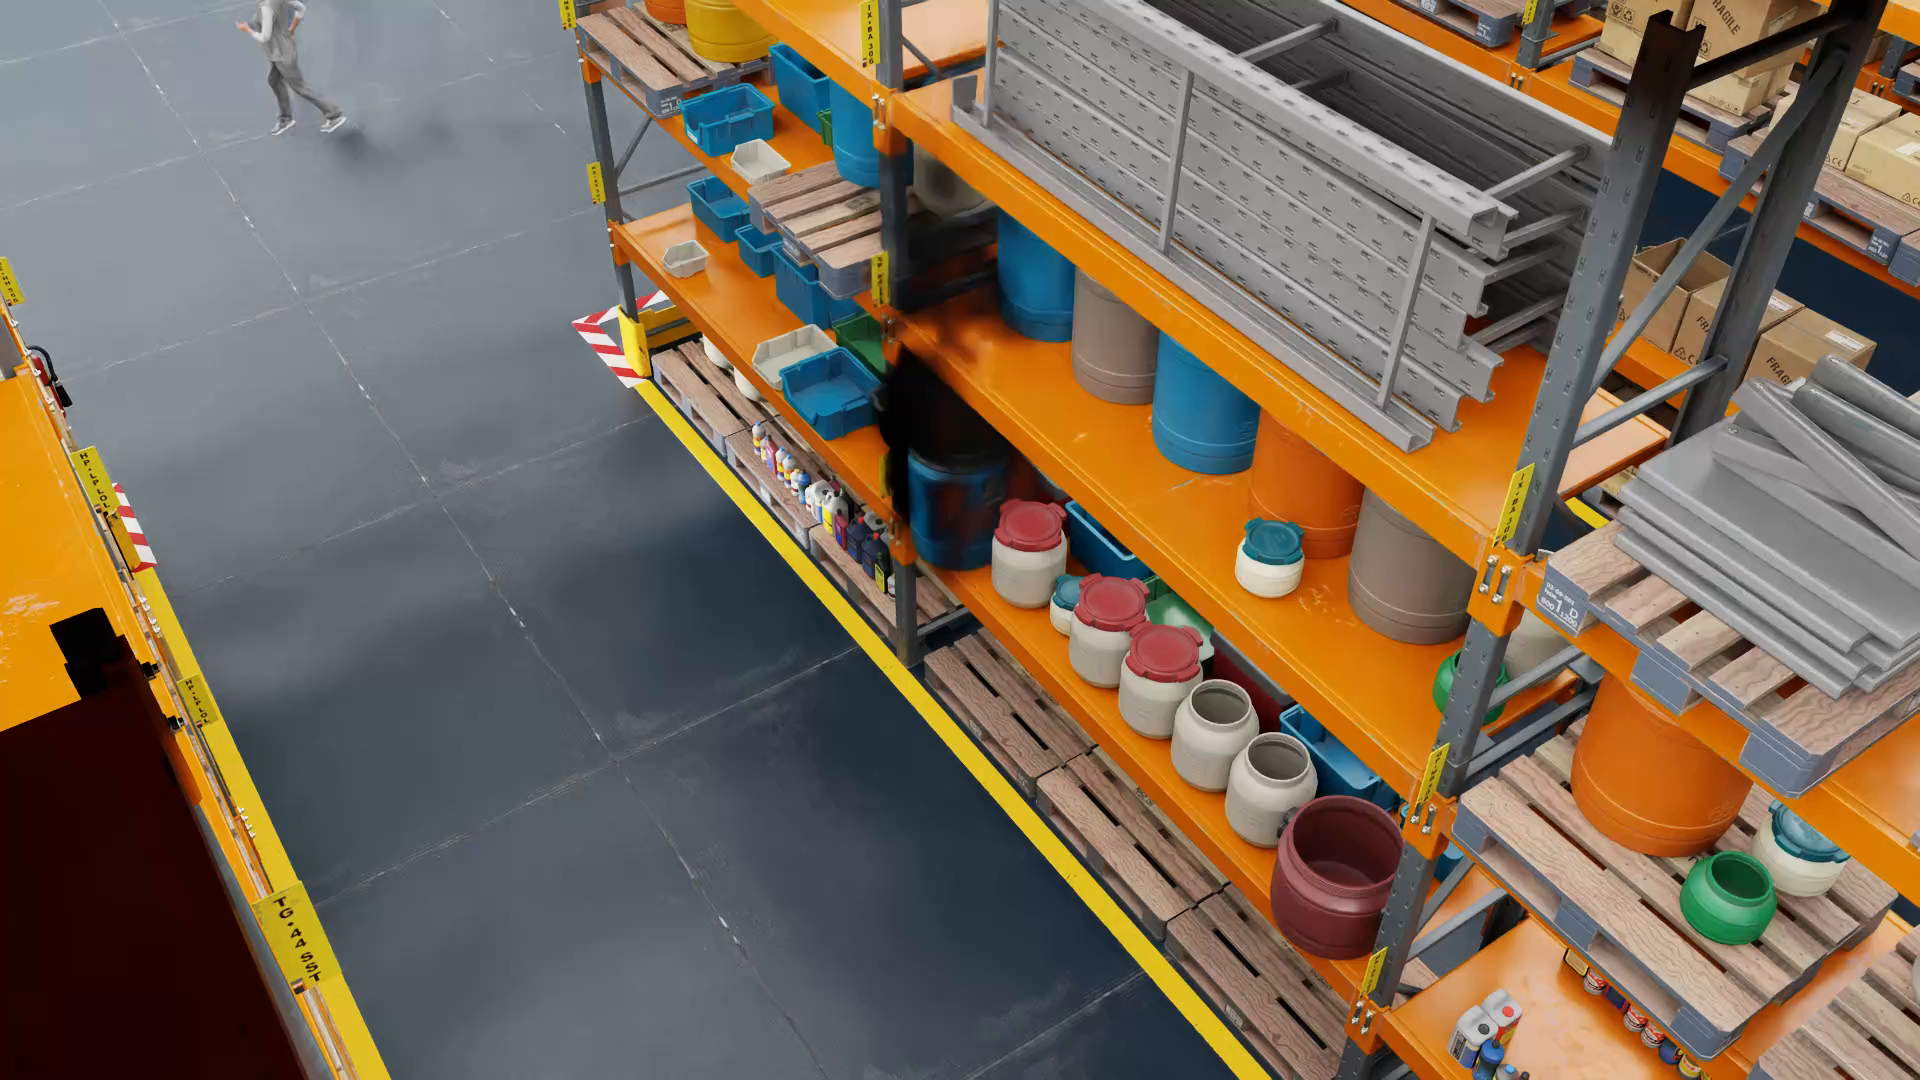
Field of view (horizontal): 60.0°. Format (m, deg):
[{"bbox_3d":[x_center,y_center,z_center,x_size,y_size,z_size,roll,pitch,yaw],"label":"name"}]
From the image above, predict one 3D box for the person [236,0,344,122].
[{"bbox_3d":[-6.245,-4.546,15.399,0.743,1.495,0.516,-6,43,-6],"label":"person"}]
